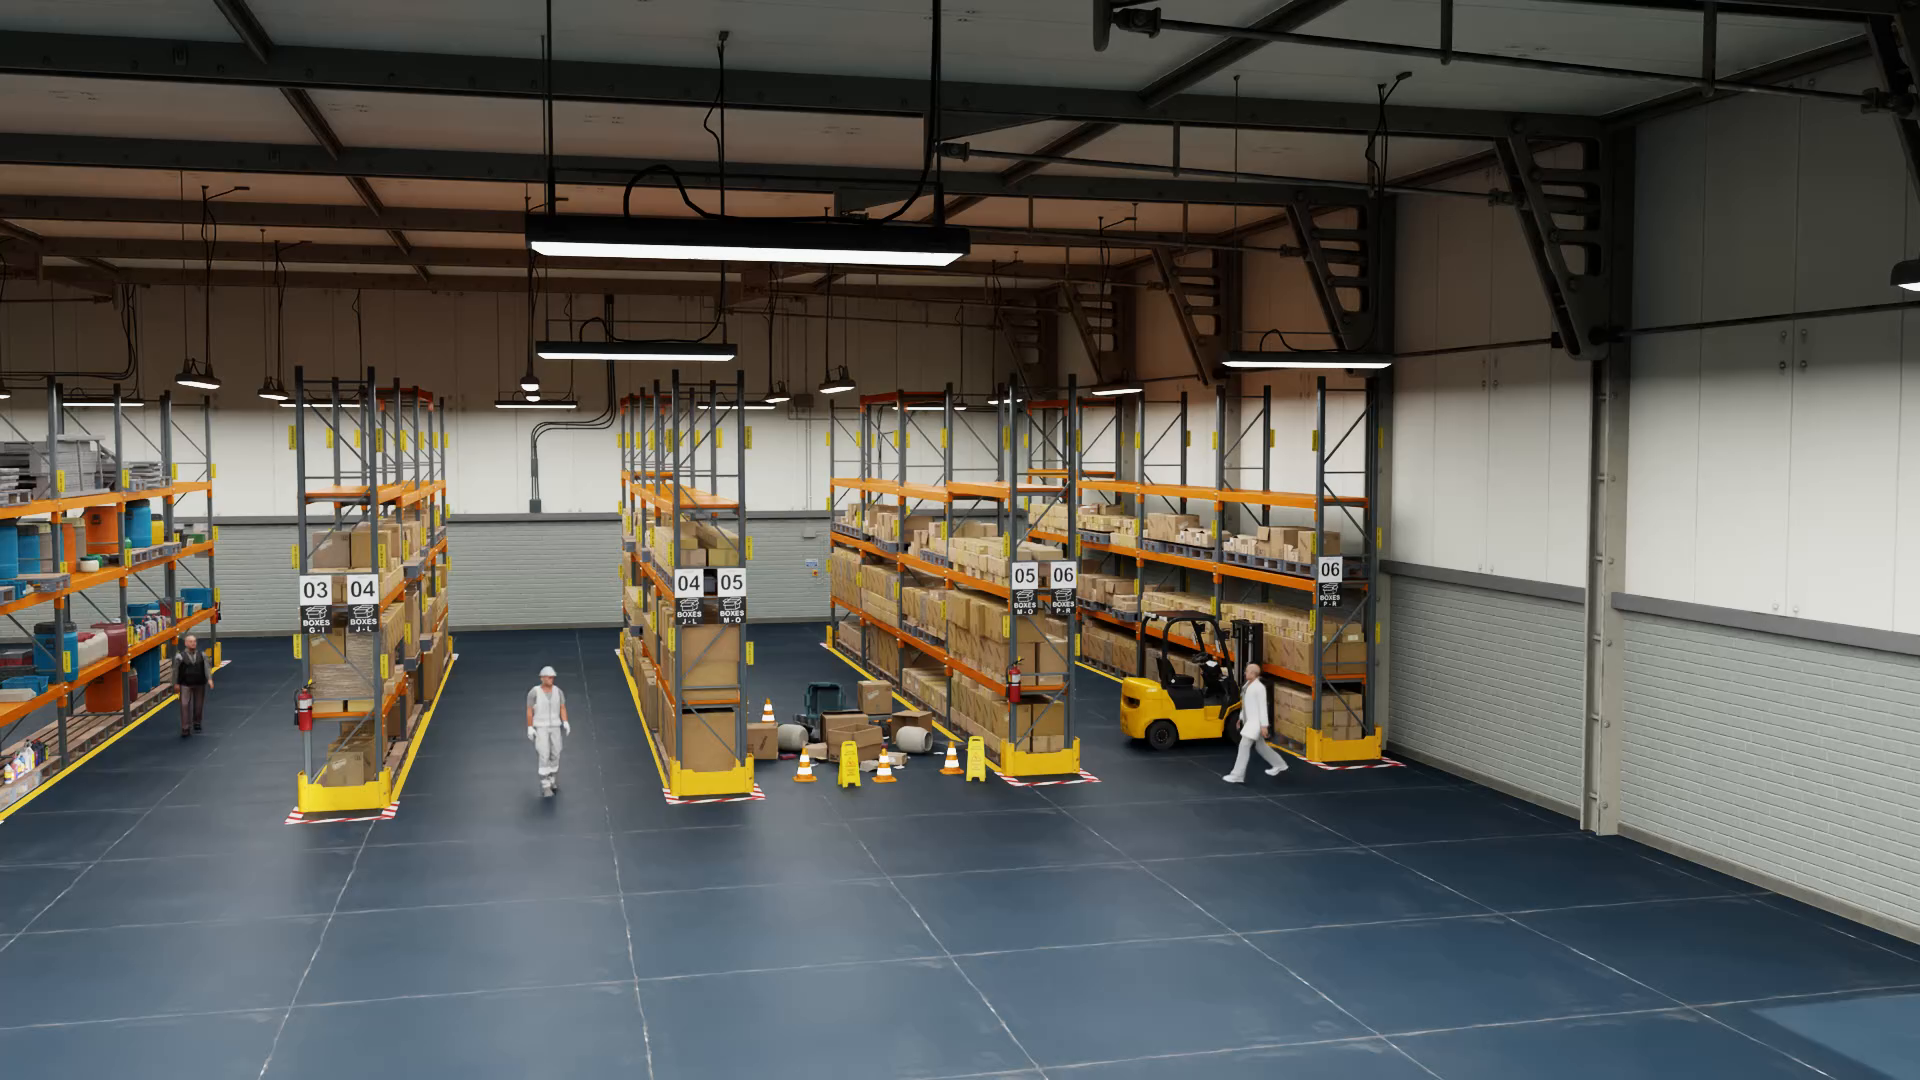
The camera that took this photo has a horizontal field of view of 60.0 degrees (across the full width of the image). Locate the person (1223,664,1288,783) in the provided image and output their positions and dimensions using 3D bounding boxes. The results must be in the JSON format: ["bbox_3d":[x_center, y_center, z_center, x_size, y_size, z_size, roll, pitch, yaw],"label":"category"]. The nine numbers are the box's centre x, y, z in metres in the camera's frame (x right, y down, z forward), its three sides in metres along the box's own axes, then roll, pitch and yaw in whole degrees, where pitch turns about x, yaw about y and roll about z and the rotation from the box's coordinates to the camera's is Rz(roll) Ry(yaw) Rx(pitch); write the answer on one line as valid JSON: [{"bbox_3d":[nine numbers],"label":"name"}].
[{"bbox_3d":[4.335,2.673,24.395,1.124,1.734,0.640,-1,4,-17],"label":"person"}]

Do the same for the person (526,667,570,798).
[{"bbox_3d":[-5.813,2.714,23.662,0.551,1.793,0.710,-2,4,-36],"label":"person"}]

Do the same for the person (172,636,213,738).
[{"bbox_3d":[-13.011,2.455,28.198,0.618,1.653,1.042,-2,4,-27],"label":"person"}]
